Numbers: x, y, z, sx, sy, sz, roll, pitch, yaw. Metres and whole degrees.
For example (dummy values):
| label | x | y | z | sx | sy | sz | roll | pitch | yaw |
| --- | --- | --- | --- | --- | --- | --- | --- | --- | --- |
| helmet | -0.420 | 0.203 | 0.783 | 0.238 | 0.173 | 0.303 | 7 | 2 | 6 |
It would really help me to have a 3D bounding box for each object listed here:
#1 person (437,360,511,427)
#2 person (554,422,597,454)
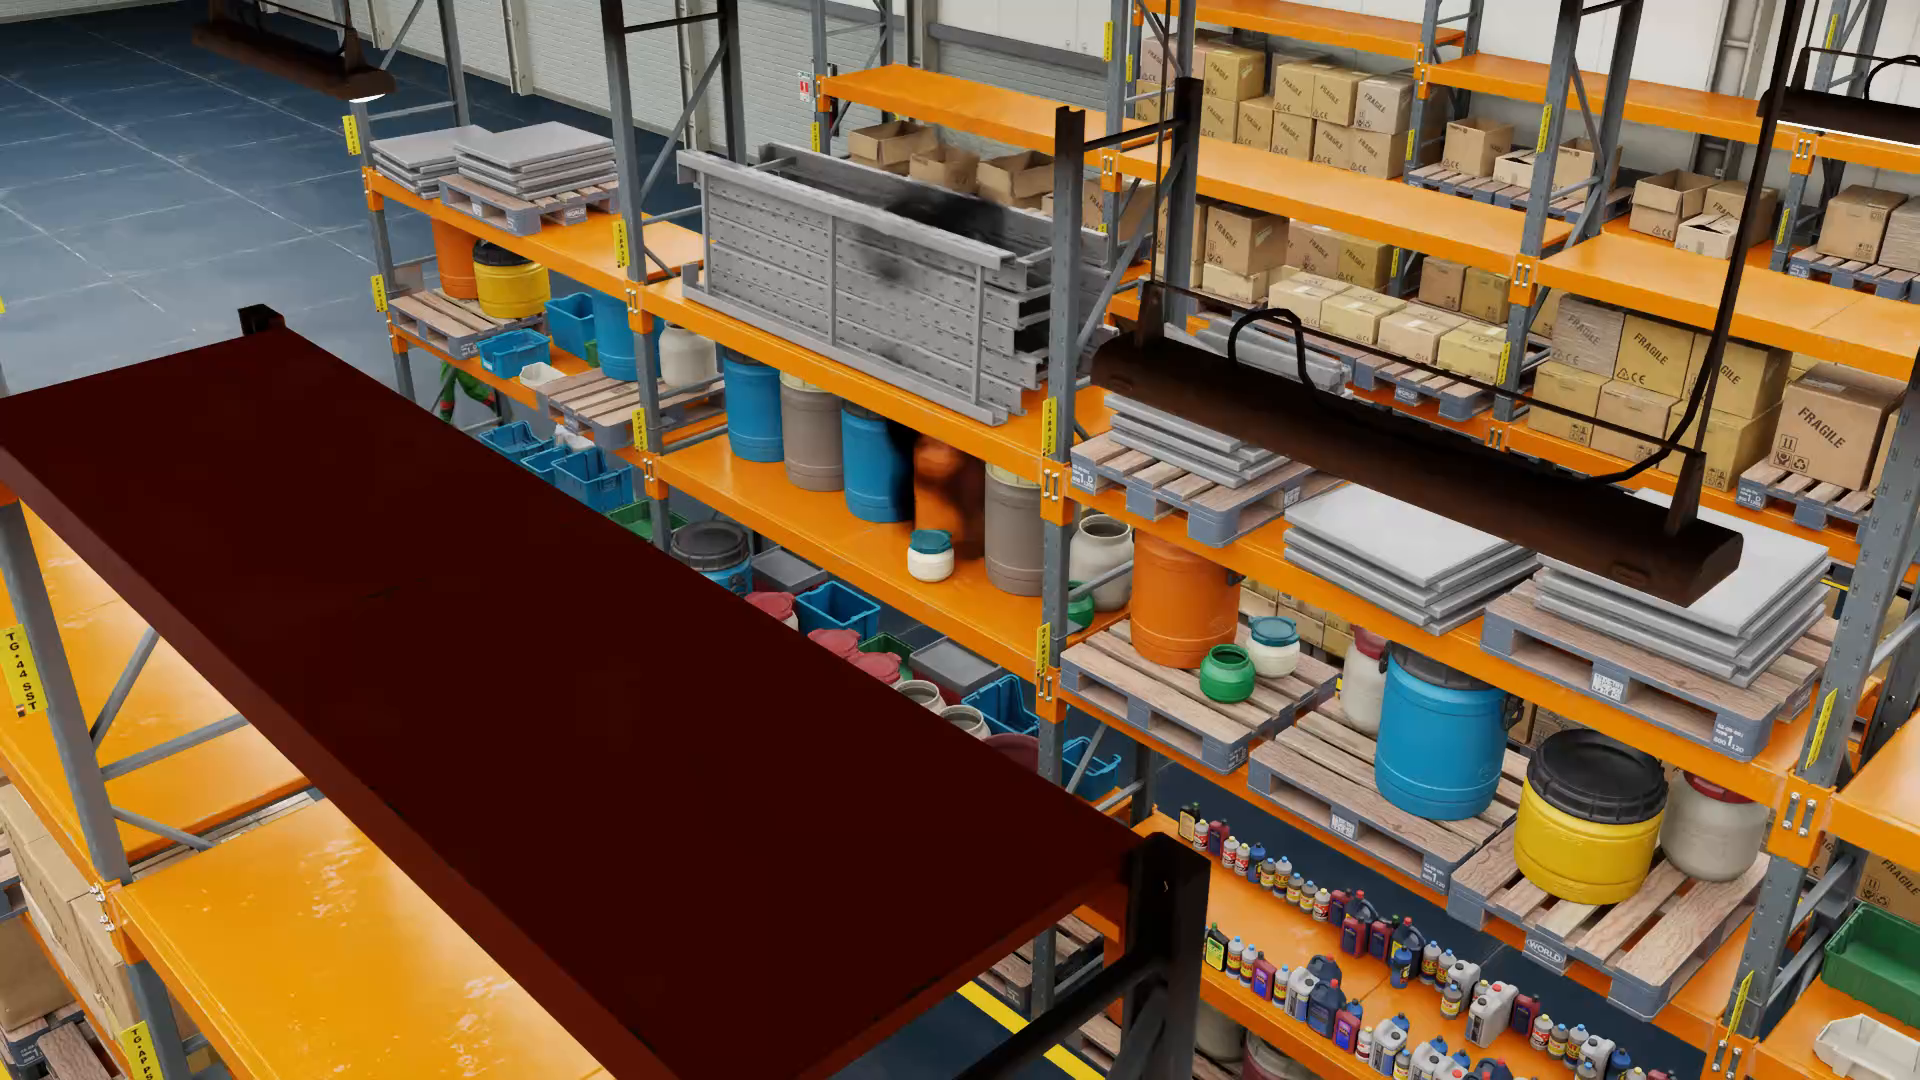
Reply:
| label | x | y | z | sx | sy | sz | roll | pitch | yaw |
| --- | --- | --- | --- | --- | --- | --- | --- | --- | --- |
| person | -5.650 | -2.051 | 18.724 | 0.979 | 1.786 | 0.658 | -11 | 30 | -20 |
| person | -3.835 | -0.975 | 16.958 | 0.509 | 1.662 | 0.602 | 24 | 36 | 37 |
